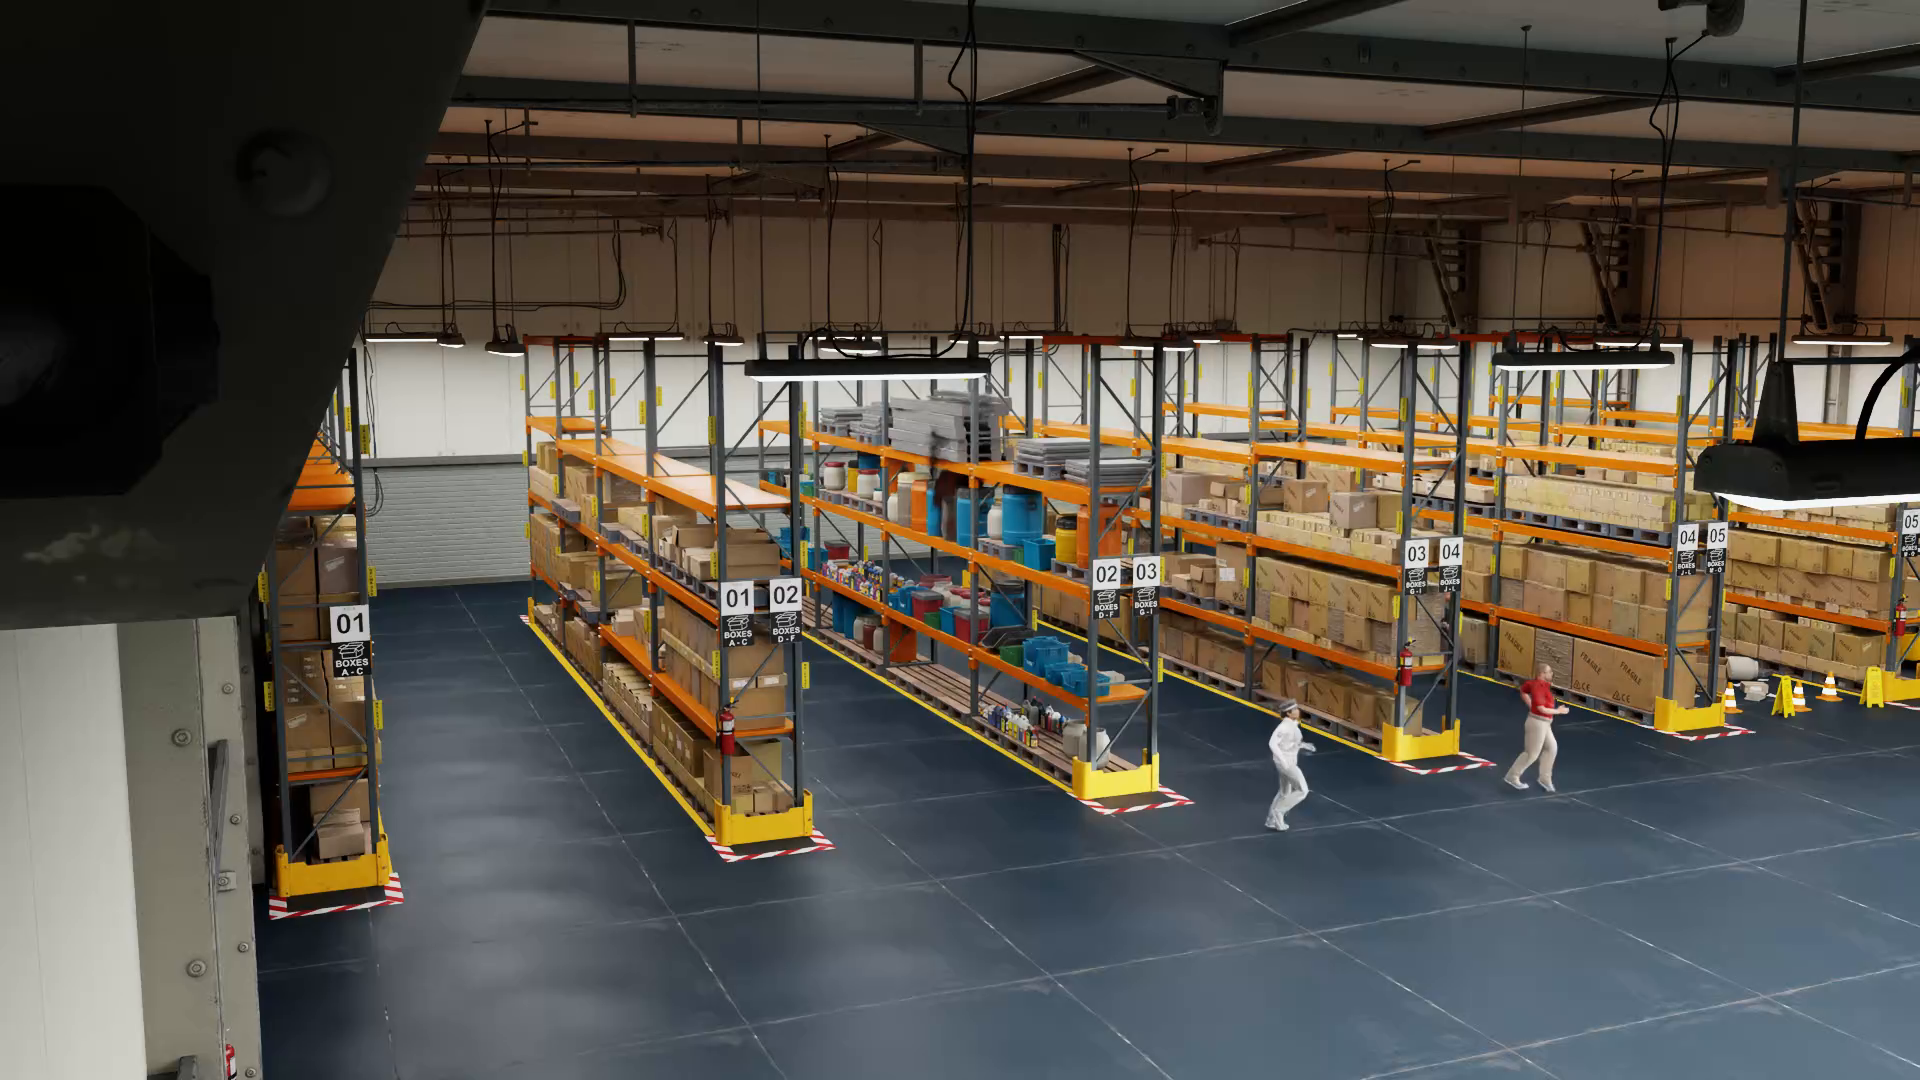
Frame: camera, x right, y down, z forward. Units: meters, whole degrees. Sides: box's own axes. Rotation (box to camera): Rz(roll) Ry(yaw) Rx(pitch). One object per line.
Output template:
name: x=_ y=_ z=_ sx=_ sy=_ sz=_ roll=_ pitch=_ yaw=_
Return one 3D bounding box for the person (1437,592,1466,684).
person: x=8.492 y=1.676 z=28.705 sx=0.648 sy=1.677 sz=0.590 roll=-4 pitch=8 yaw=-25

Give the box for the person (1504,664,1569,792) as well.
person: x=7.735 y=2.548 z=22.294 sx=0.791 sy=1.824 sz=0.680 roll=3 pitch=8 yaw=18

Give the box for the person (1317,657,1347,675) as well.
person: x=6.678 y=1.499 z=29.653 sx=0.681 sy=1.827 sz=0.940 roll=-5 pitch=9 yaw=-32

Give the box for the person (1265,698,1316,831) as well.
person: x=4.106 y=2.771 z=20.617 sx=0.591 sy=1.658 sz=0.593 roll=2 pitch=8 yaw=12
